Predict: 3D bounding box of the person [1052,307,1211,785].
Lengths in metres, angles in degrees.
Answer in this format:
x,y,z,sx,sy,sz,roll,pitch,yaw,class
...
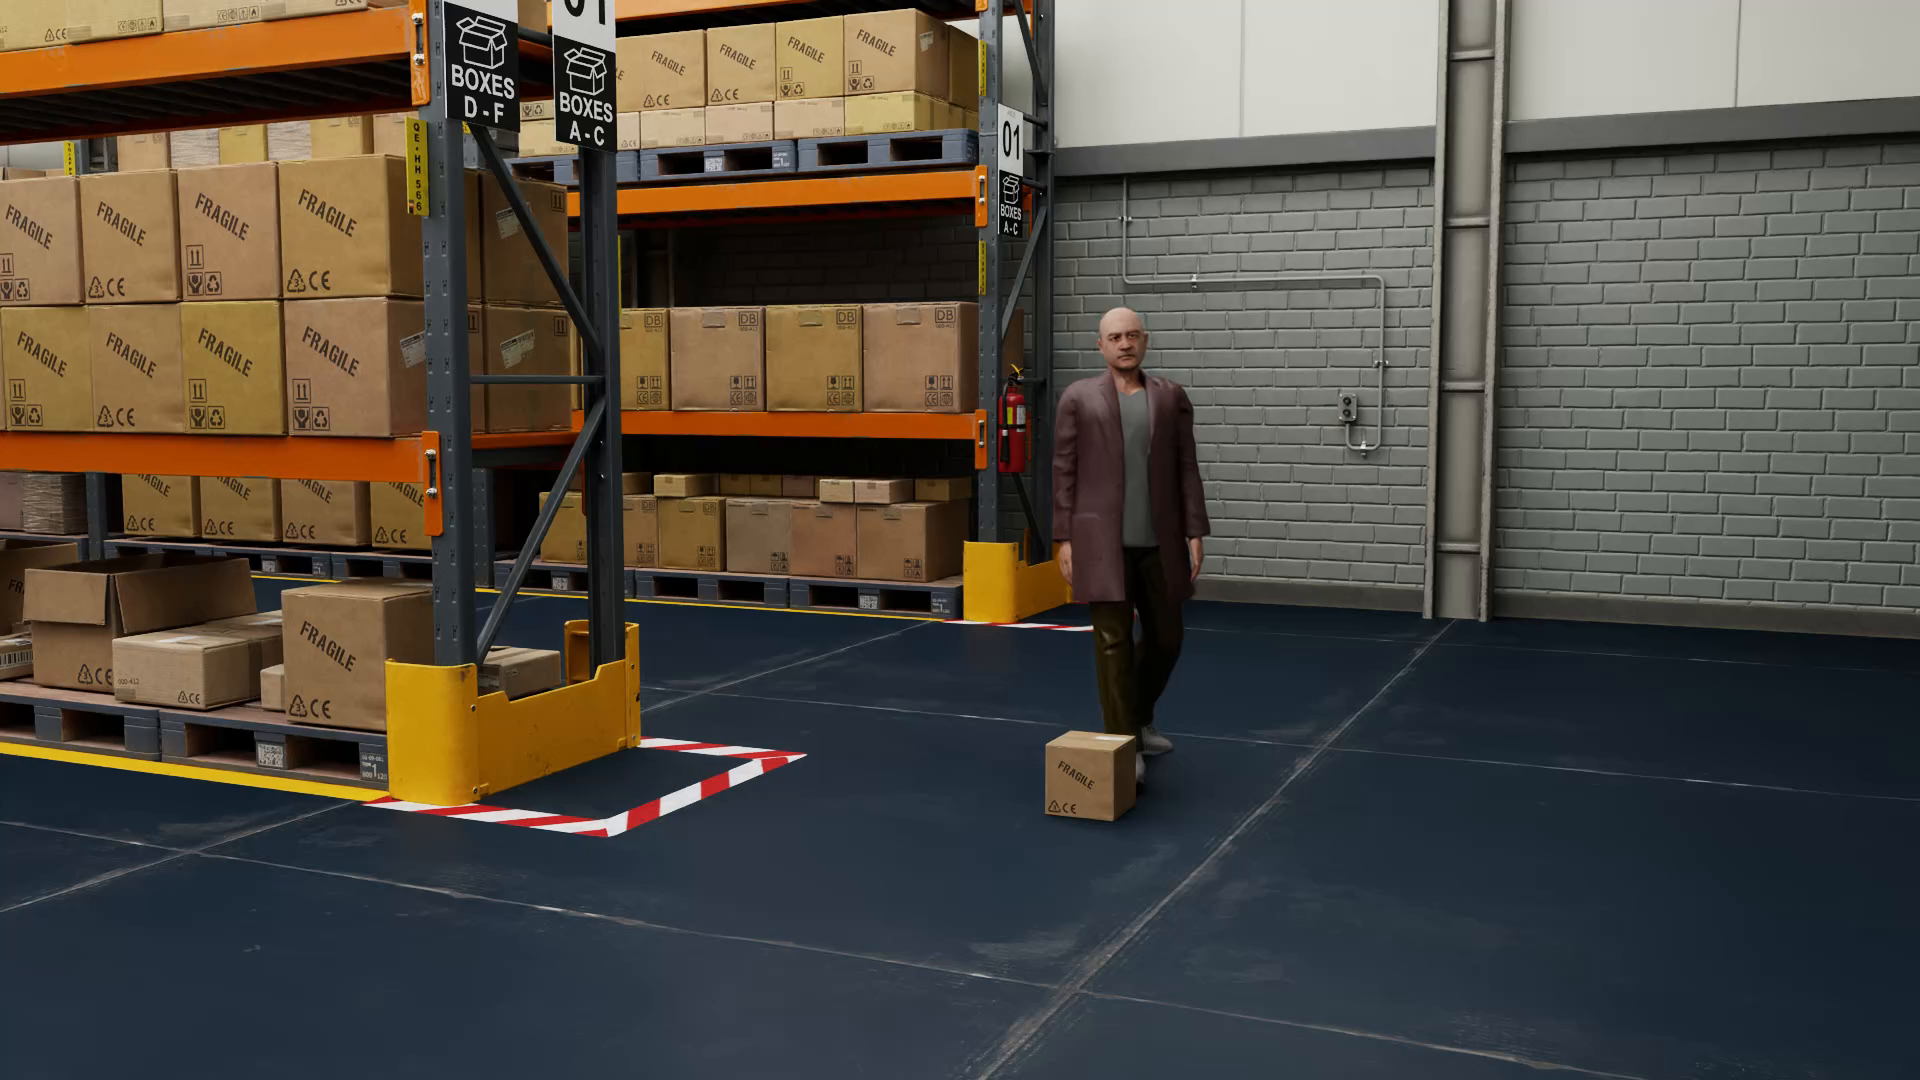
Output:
x,y,z,sx,sy,sz,roll,pitch,yaw,class
0.654,0.004,6.356,0.602,1.773,0.757,-1,6,-10,person
